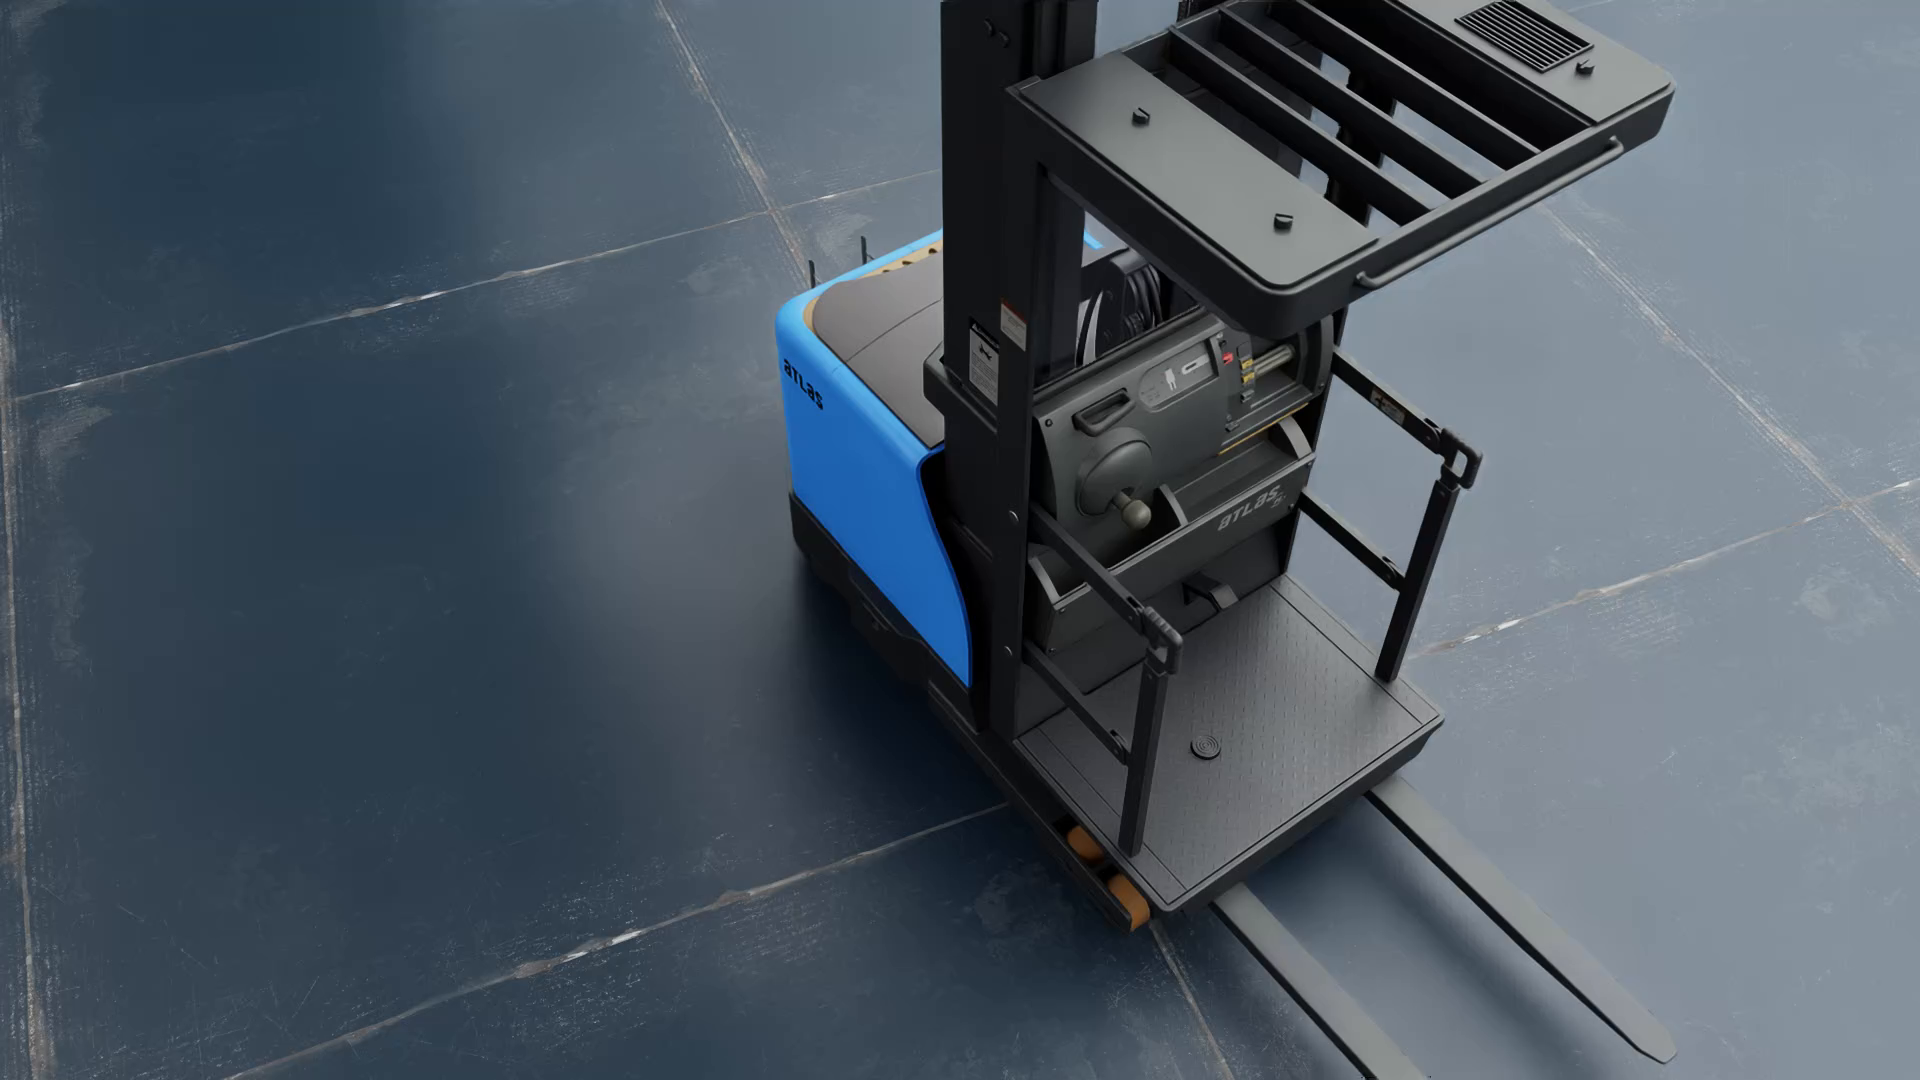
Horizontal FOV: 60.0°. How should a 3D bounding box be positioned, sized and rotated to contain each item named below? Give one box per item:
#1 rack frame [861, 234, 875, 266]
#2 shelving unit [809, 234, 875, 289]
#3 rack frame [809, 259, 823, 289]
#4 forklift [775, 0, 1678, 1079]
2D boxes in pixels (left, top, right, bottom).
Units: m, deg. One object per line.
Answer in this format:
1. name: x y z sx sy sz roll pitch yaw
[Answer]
1. rack frame: -0.249 -0.630 5.698 0.006 0.900 0.240 -30 56 -23
2. shelving unit: -0.330 -0.584 5.658 0.210 0.900 0.258 -30 56 -23
3. rack frame: -0.410 -0.537 5.618 0.006 0.900 0.240 -30 56 -23
4. forklift: 0.705 -0.260 4.042 1.130 2.935 3.031 -29 55 -23
